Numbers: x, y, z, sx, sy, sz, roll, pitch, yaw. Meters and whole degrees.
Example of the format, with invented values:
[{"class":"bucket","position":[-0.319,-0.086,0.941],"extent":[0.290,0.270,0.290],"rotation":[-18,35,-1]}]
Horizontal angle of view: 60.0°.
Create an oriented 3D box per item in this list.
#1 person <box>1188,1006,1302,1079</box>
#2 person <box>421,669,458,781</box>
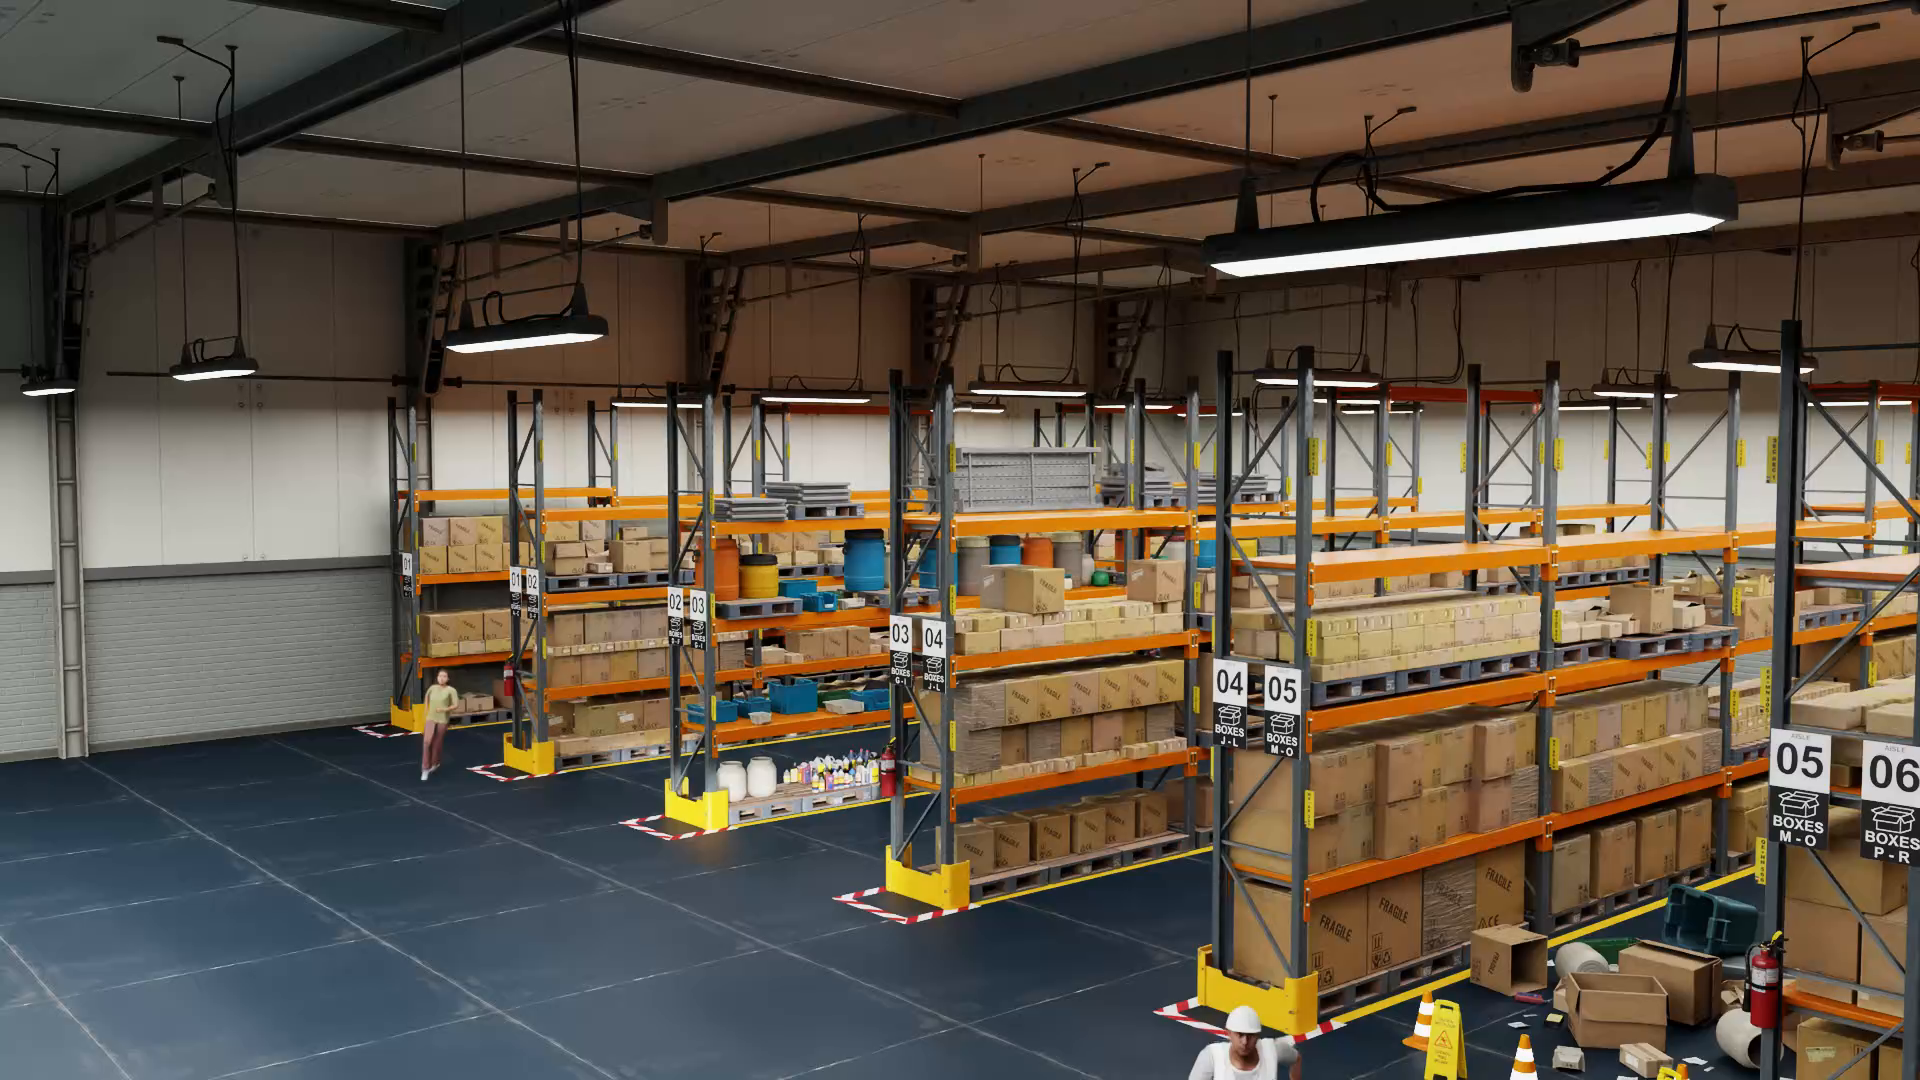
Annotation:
[{"class":"person","position":[1.738,3.697,10.207],"extent":[0.712,1.813,0.976],"rotation":[1,3,9]},{"class":"person","position":[-8.040,2.823,25.691],"extent":[0.577,1.662,0.853],"rotation":[0,3,-5]}]
